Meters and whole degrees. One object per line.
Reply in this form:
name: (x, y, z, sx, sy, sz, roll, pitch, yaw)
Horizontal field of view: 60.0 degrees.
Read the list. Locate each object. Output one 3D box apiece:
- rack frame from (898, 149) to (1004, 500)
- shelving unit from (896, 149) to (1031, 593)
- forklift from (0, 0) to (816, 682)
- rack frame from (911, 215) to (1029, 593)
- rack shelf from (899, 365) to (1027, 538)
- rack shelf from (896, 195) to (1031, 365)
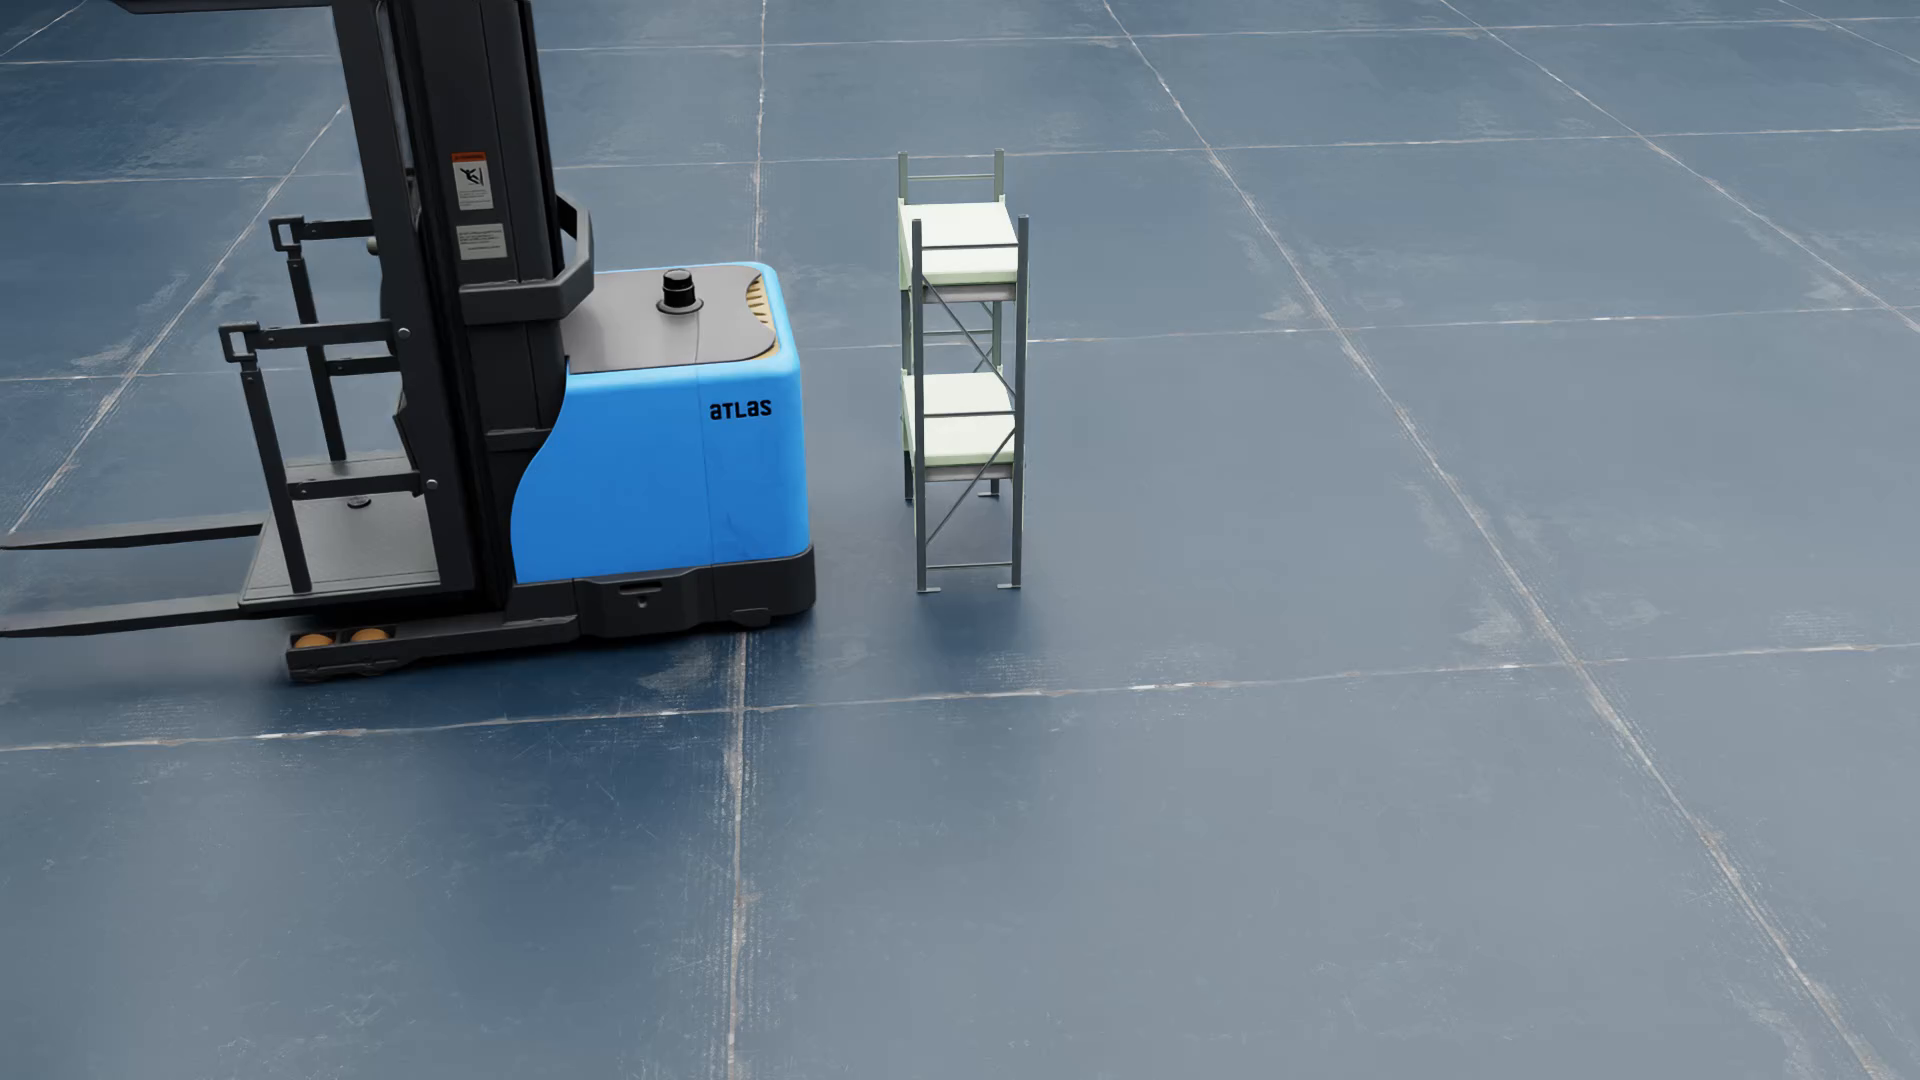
rack frame: (-0.034, -0.827, 6.673, 0.400, 1.500, 0.023, -3, 31, -5)
shelving unit: (0.001, -0.640, 6.360, 0.431, 1.500, 0.755, -3, 31, -5)
forklift: (-2.108, -1.050, 5.649, 3.031, 2.935, 1.130, -6, 31, -9)
rack frame: (0.035, -0.454, 6.047, 0.400, 1.500, 0.023, -3, 31, -5)
rack shelf: (0.001, -0.361, 6.527, 0.431, 0.370, 0.720, -3, 31, -5)
rack shelf: (0.001, -0.976, 6.160, 0.431, 0.370, 0.720, -3, 31, -5)
